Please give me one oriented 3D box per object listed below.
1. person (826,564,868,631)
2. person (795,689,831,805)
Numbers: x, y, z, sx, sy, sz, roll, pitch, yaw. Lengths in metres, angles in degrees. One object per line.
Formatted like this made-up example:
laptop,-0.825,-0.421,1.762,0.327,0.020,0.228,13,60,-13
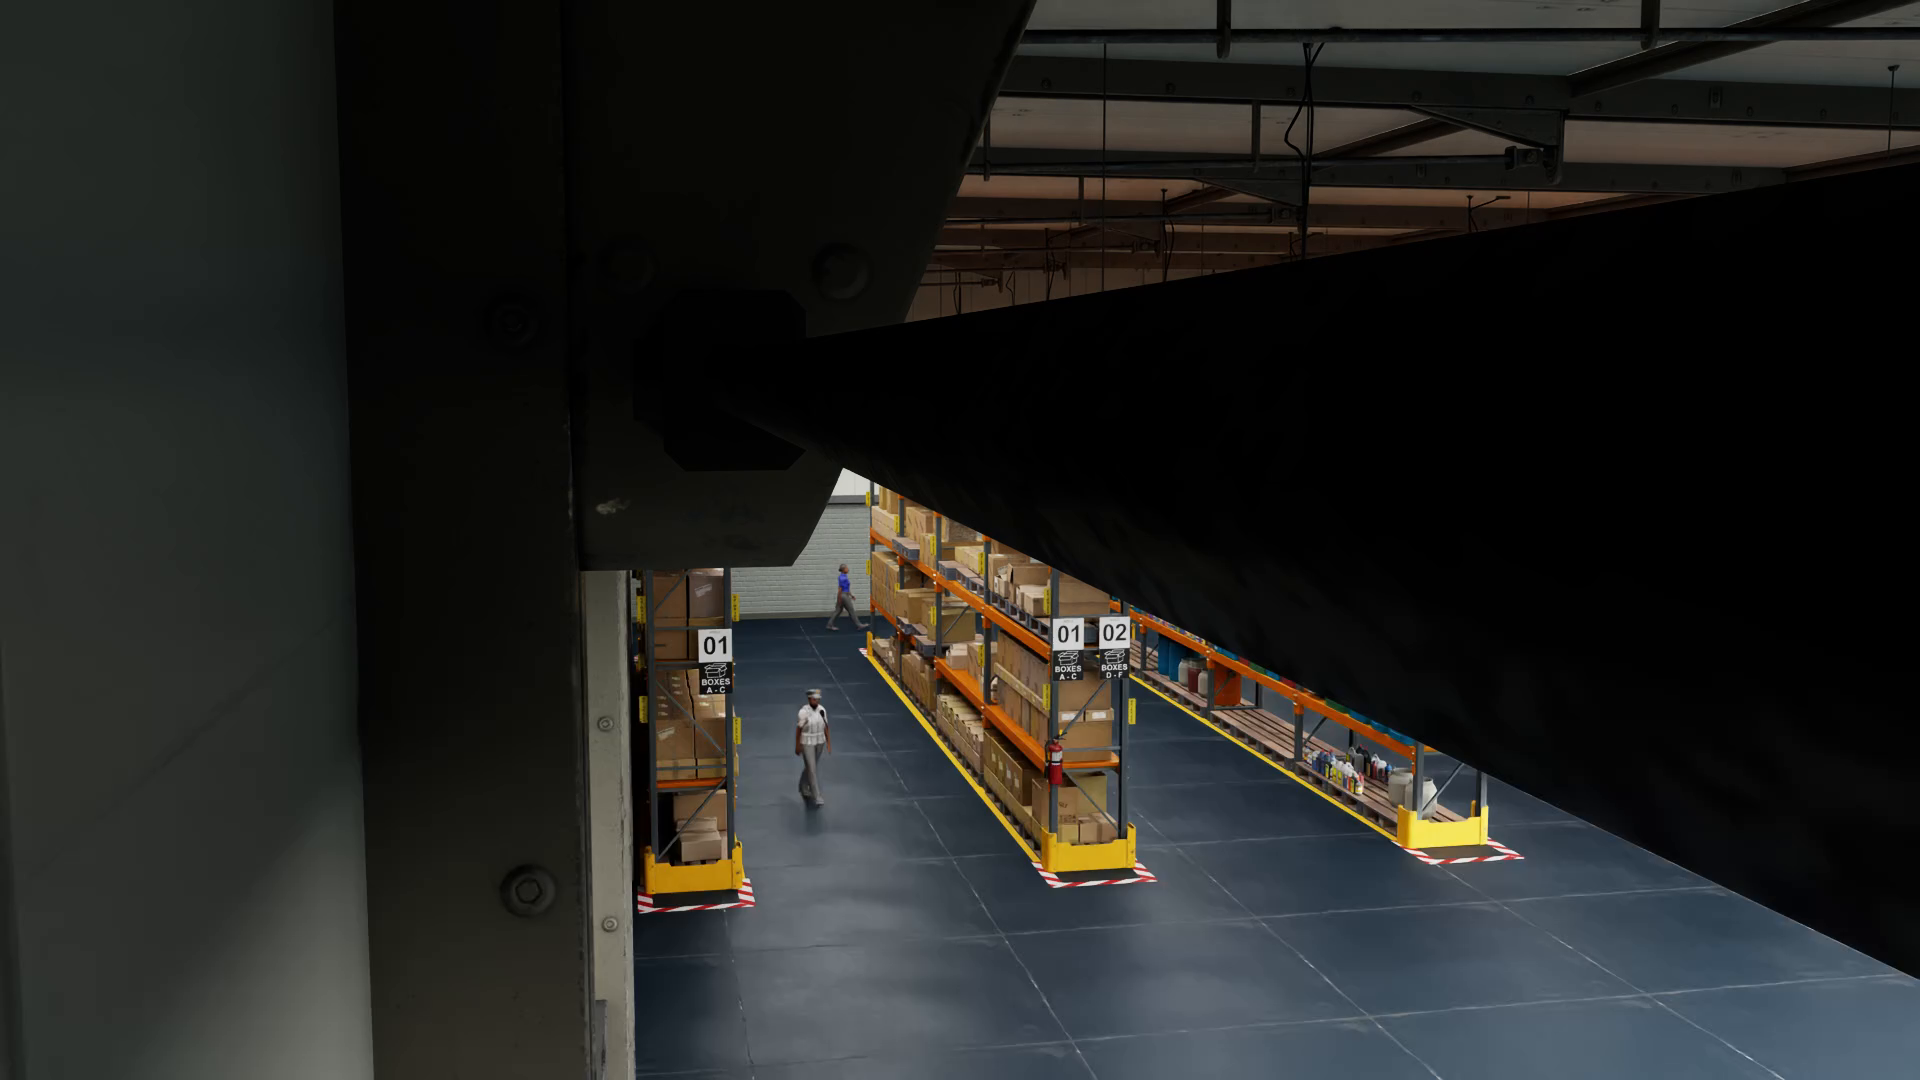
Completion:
person,-2.700,1.363,39.797,1.001,1.599,0.455,-1,6,-6
person,-2.117,2.976,24.189,0.515,1.628,0.947,-5,8,-41
